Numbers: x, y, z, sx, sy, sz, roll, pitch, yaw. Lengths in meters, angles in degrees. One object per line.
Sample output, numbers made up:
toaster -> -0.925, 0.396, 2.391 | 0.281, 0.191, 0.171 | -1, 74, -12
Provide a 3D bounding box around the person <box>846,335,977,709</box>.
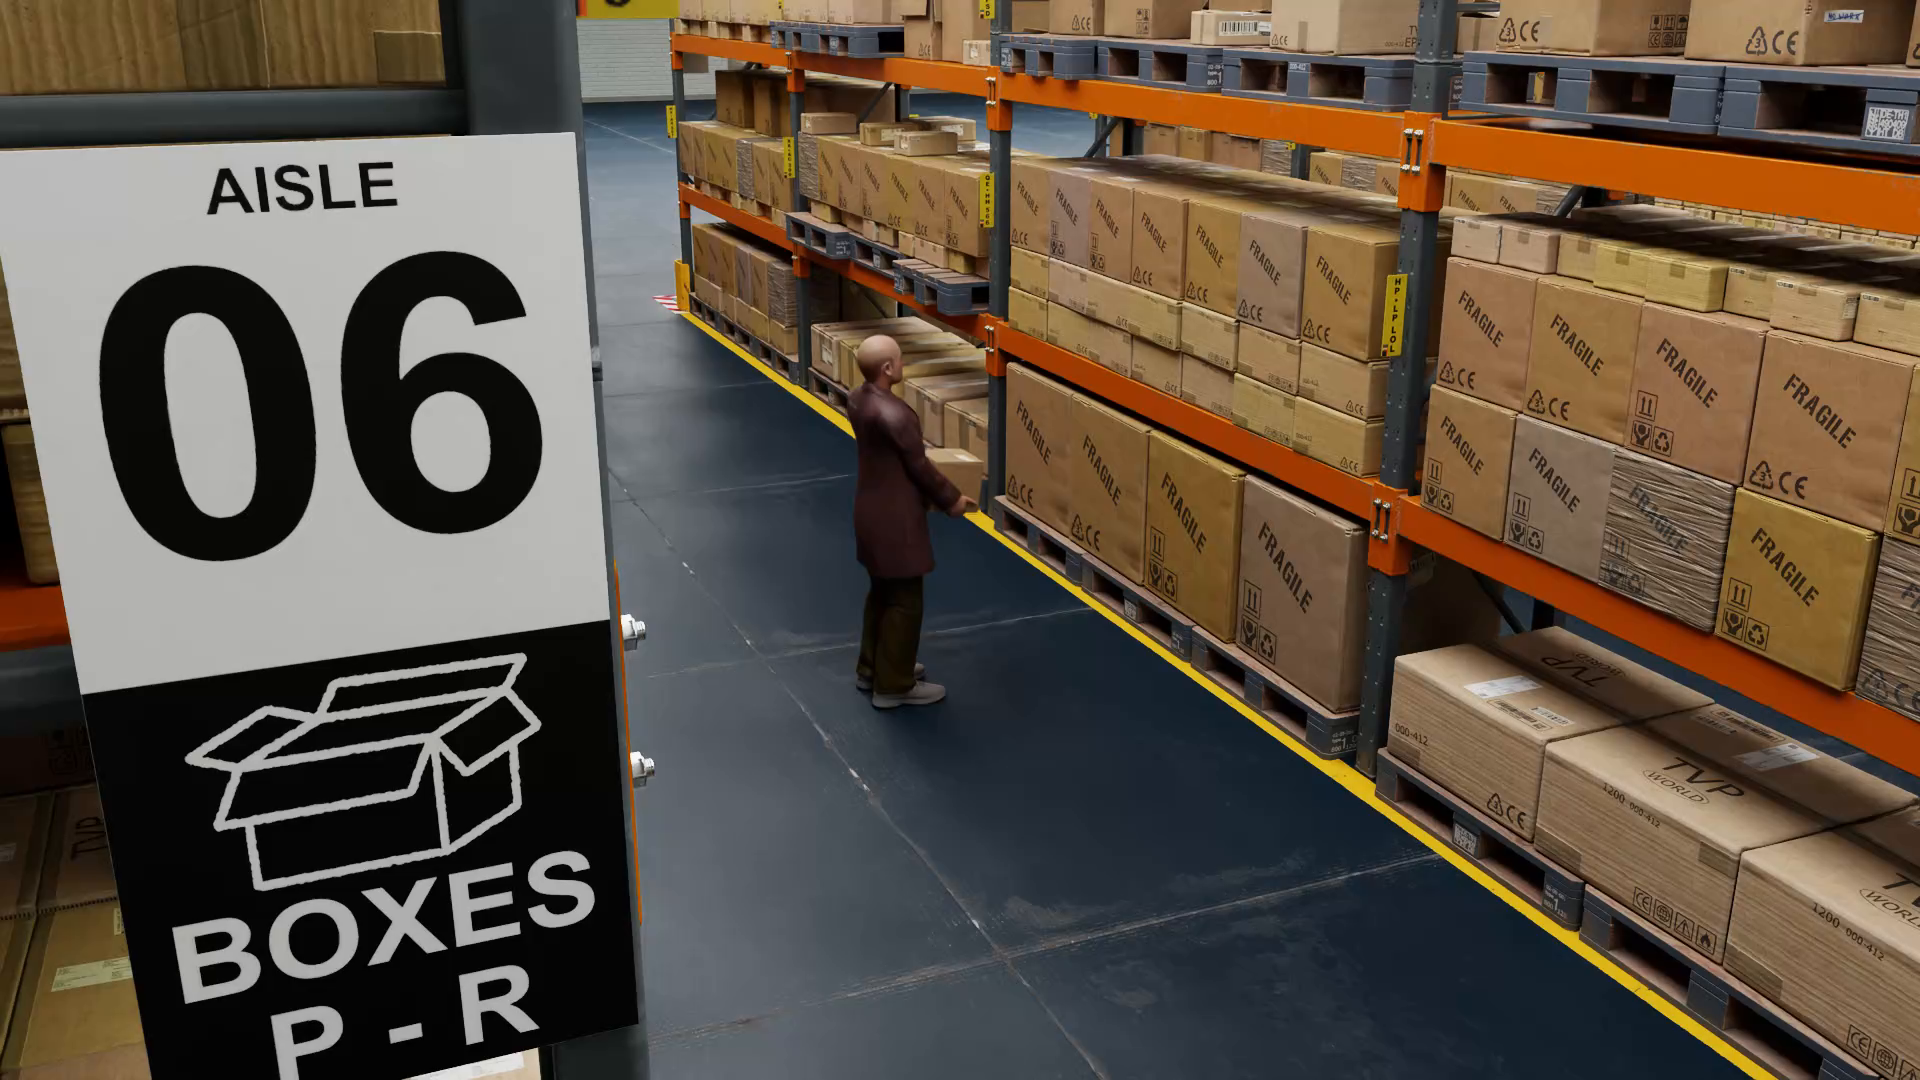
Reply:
person -> -0.226, -0.106, 7.906 | 0.552, 1.778, 0.524 | -8, 20, -22
